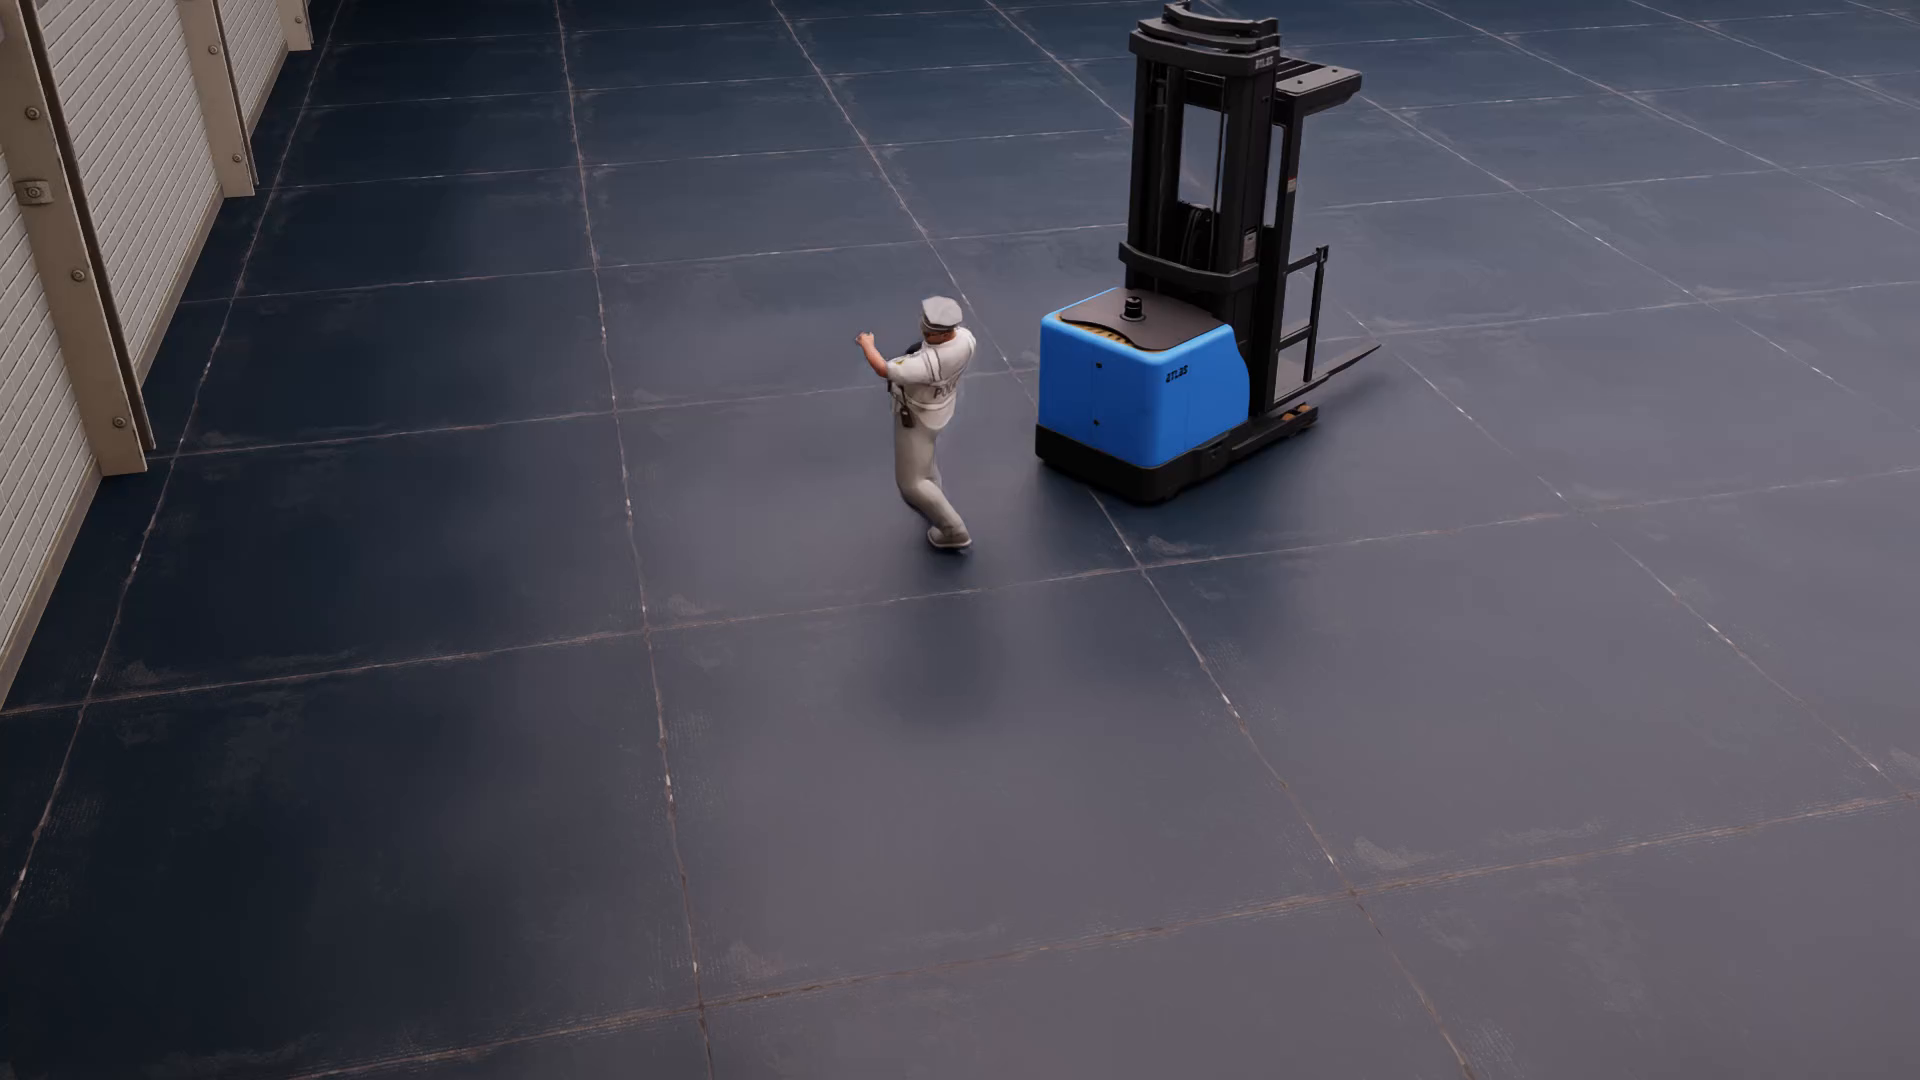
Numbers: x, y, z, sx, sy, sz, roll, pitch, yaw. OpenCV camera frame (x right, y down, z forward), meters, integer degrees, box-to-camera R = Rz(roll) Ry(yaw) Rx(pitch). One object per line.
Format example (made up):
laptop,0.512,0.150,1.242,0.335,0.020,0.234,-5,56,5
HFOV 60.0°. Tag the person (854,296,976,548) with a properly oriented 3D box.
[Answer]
person,-0.236,-0.849,10.346,0.851,1.598,0.854,10,31,16

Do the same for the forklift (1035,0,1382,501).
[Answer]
forklift,1.909,-2.157,11.300,1.130,2.935,3.031,26,39,38
